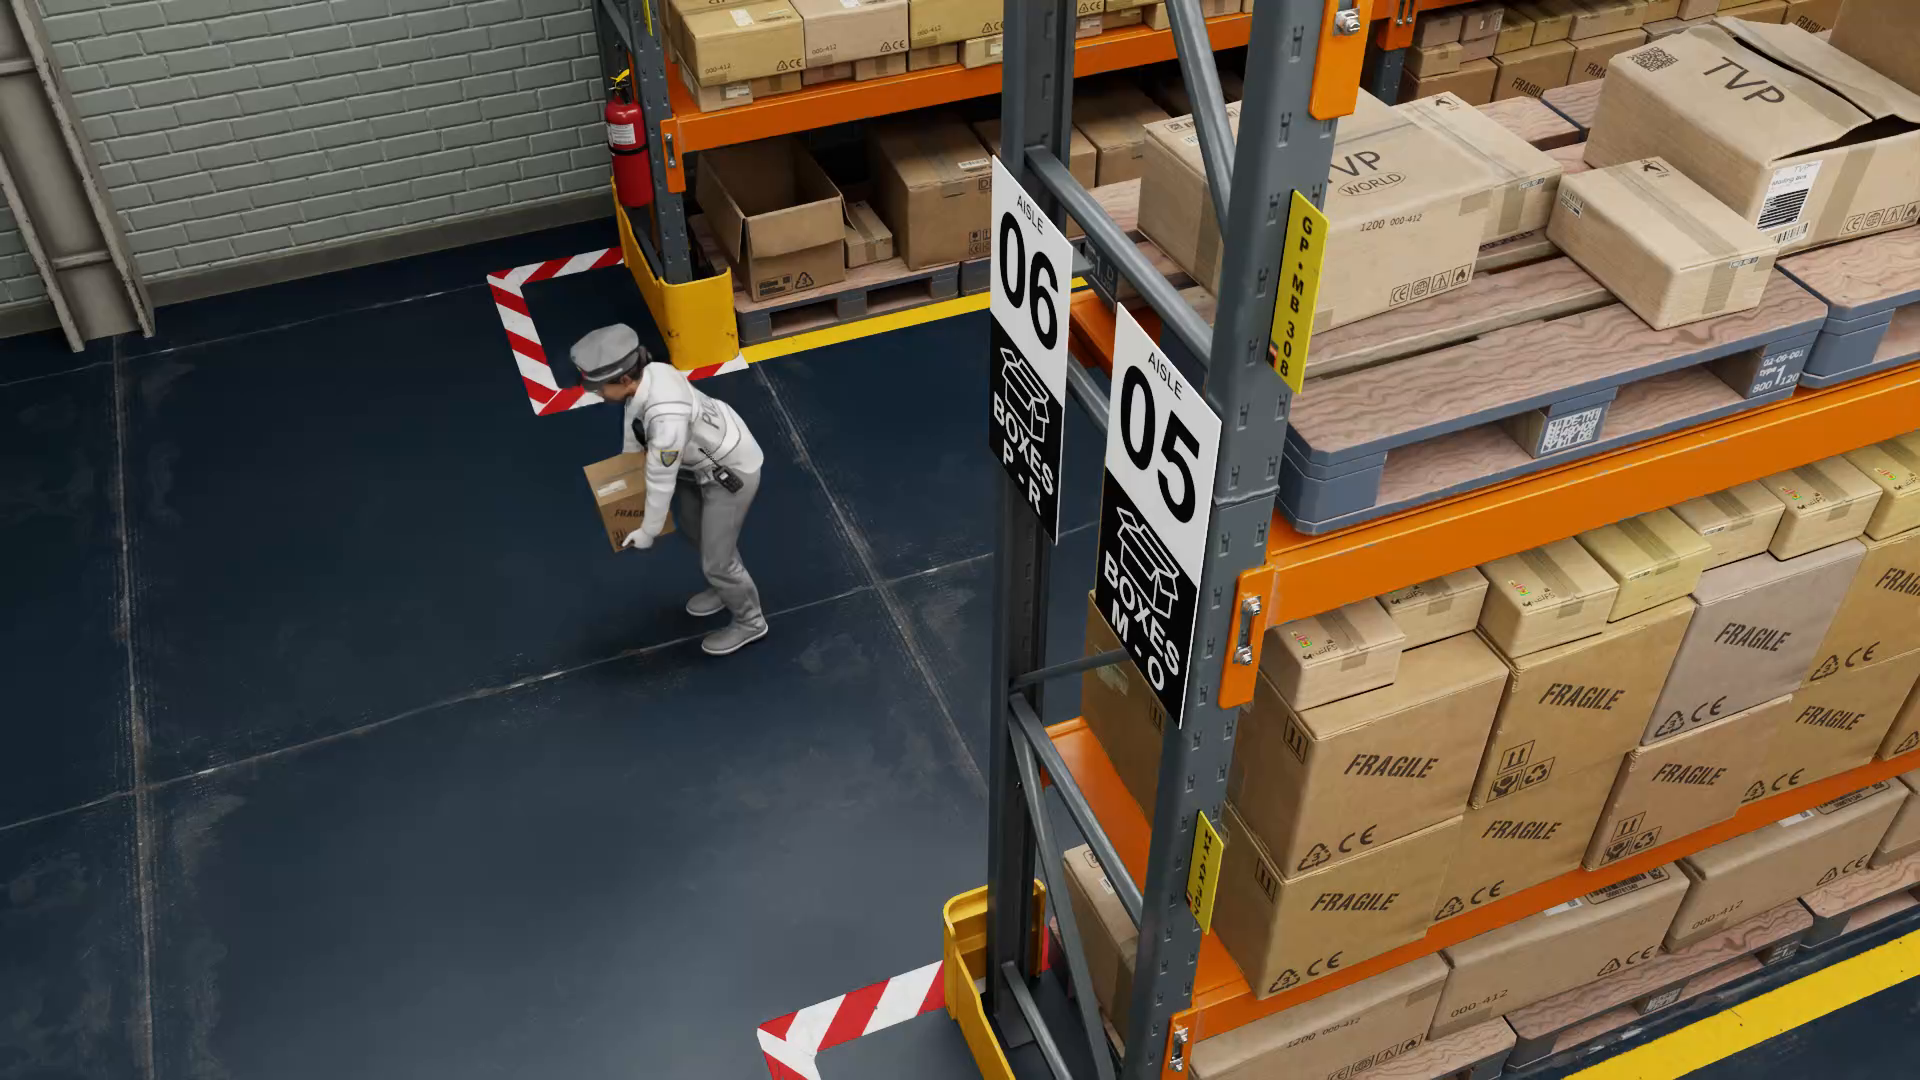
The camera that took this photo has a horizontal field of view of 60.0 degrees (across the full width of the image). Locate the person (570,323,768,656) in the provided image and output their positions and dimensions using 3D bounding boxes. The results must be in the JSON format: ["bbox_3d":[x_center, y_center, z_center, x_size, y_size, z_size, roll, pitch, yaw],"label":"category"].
[{"bbox_3d":[-1.081,-0.191,6.462,0.650,1.551,0.414,-16,44,-17],"label":"person"}]
